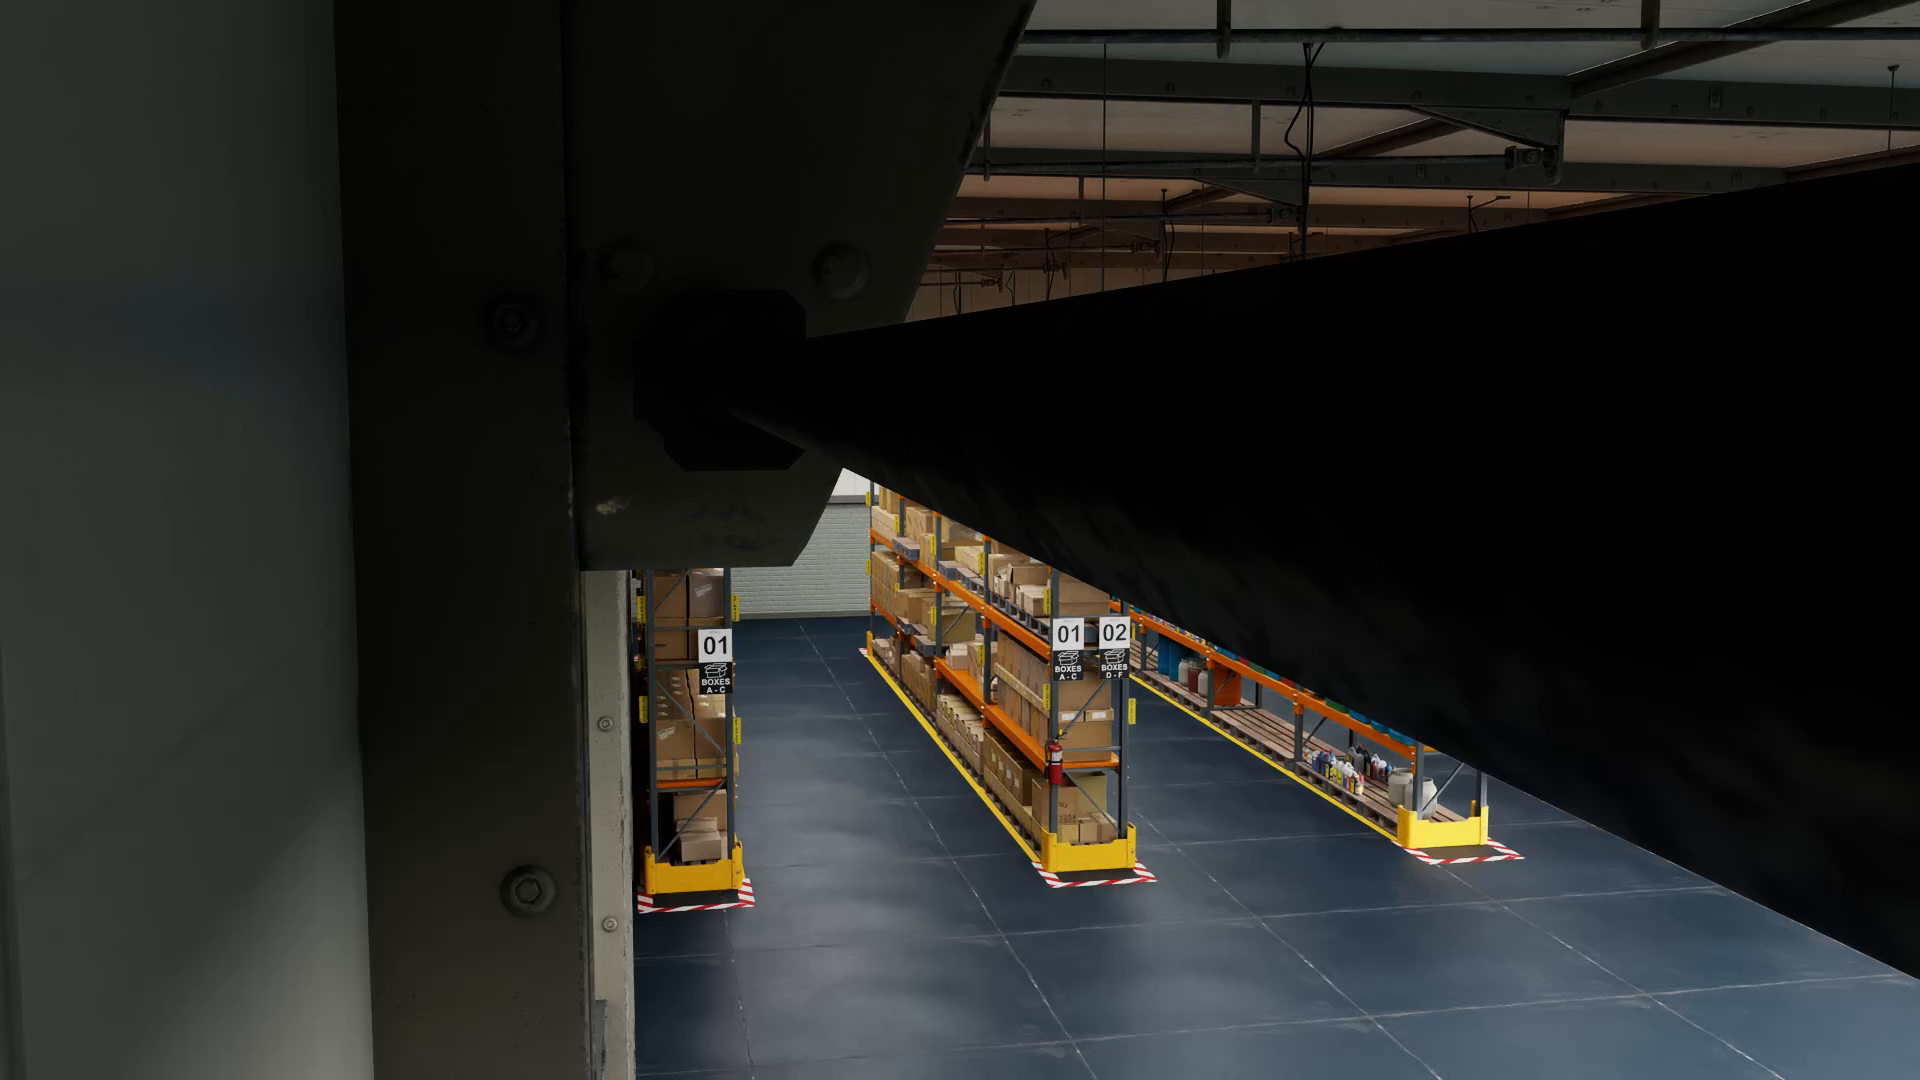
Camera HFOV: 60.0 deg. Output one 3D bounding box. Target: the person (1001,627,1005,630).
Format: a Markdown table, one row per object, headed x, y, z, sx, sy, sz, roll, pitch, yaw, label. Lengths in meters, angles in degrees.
| x | y | z | sx | sy | sz | roll | pitch | yaw | label |
| --- | --- | --- | --- | --- | --- | --- | --- | --- | --- |
| 1.079 | 1.976 | 34.402 | 0.546 | 1.543 | 0.624 | -3 | 6 | -23 | person |
